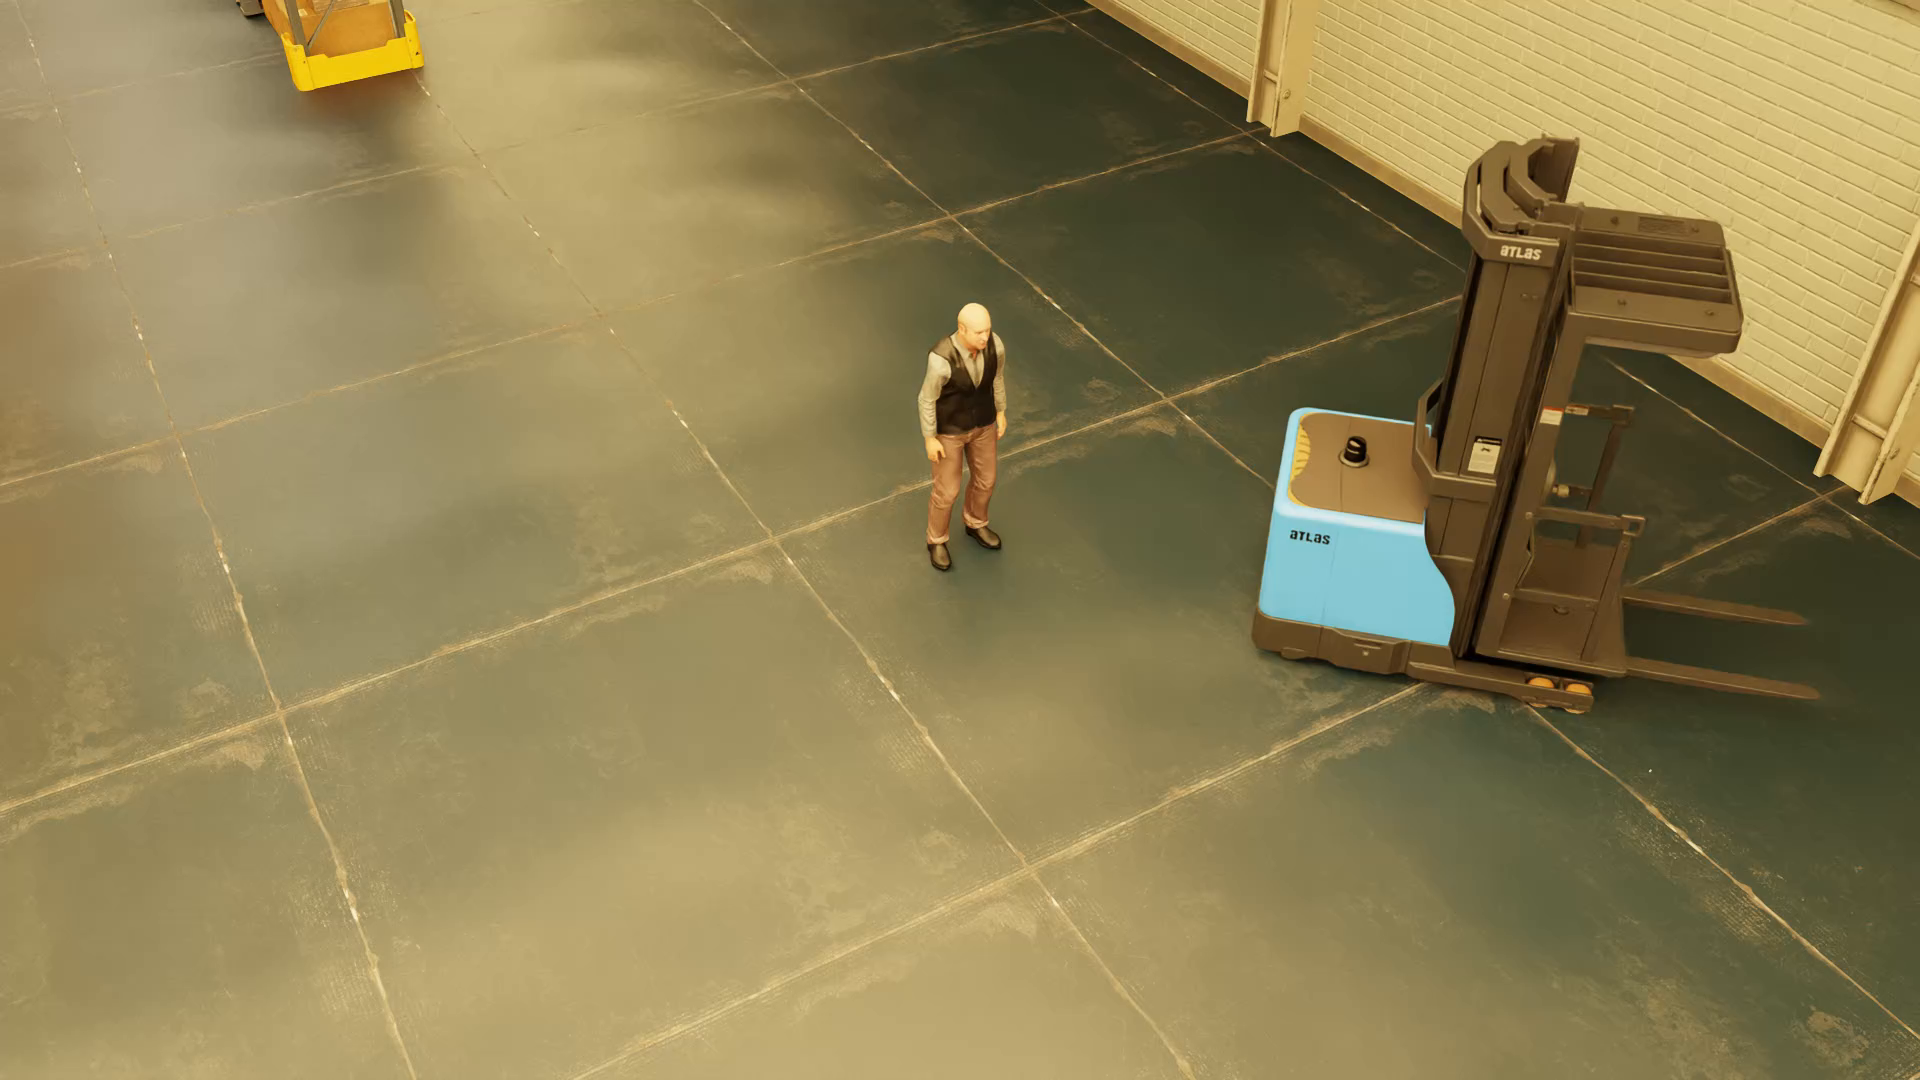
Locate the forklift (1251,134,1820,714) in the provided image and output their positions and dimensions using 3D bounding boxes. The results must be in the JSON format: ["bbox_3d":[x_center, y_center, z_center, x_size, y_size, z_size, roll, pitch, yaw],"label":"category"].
[{"bbox_3d":[3.248,-0.548,8.697,3.031,2.935,1.130,9,41,11],"label":"forklift"}]

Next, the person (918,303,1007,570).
[{"bbox_3d":[0.017,-0.663,9.786,0.589,1.720,0.424,-23,45,-25],"label":"person"}]
